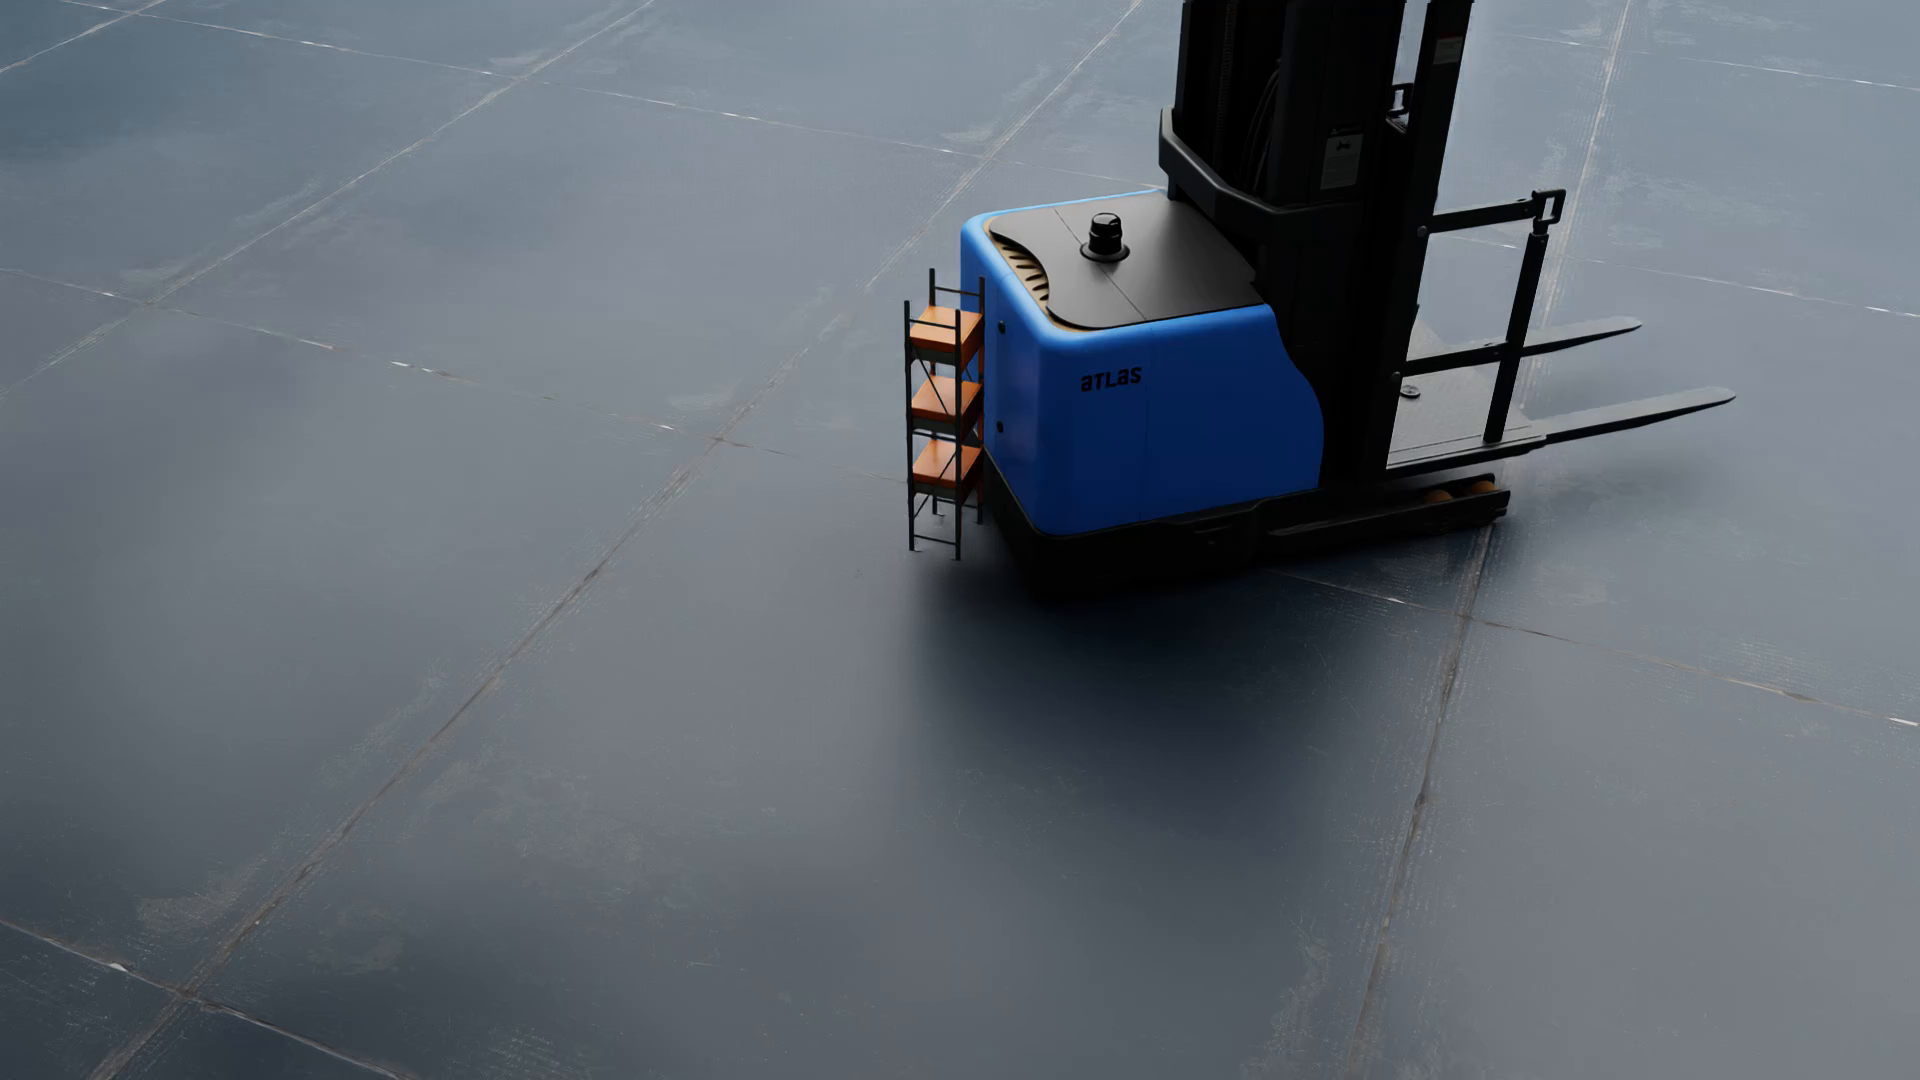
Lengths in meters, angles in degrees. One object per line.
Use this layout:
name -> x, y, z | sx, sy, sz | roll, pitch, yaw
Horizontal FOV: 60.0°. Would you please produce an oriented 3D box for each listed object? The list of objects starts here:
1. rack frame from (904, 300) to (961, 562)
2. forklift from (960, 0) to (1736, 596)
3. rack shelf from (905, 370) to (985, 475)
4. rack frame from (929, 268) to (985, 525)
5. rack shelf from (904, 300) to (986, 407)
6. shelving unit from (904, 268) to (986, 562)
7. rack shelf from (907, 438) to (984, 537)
rack frame -> -0.093, -0.363, 5.859 | 0.200, 1.050, 0.008 | 12, 38, 16
forklift -> 1.563, -1.486, 5.790 | 3.031, 2.935, 1.130 | -11, 38, -14
rack shelf -> -0.052, -0.423, 5.957 | 0.215, 0.259, 0.240 | 12, 38, 16
rack frame -> -0.010, -0.500, 6.043 | 0.200, 1.050, 0.008 | 12, 38, 16
rack shelf -> -0.052, -0.650, 5.787 | 0.215, 0.259, 0.240 | 12, 38, 16
shelving unit -> -0.052, -0.432, 5.951 | 0.215, 1.050, 0.252 | 12, 38, 16
rack shelf -> -0.052, -0.201, 6.123 | 0.215, 0.259, 0.240 | 12, 38, 16
